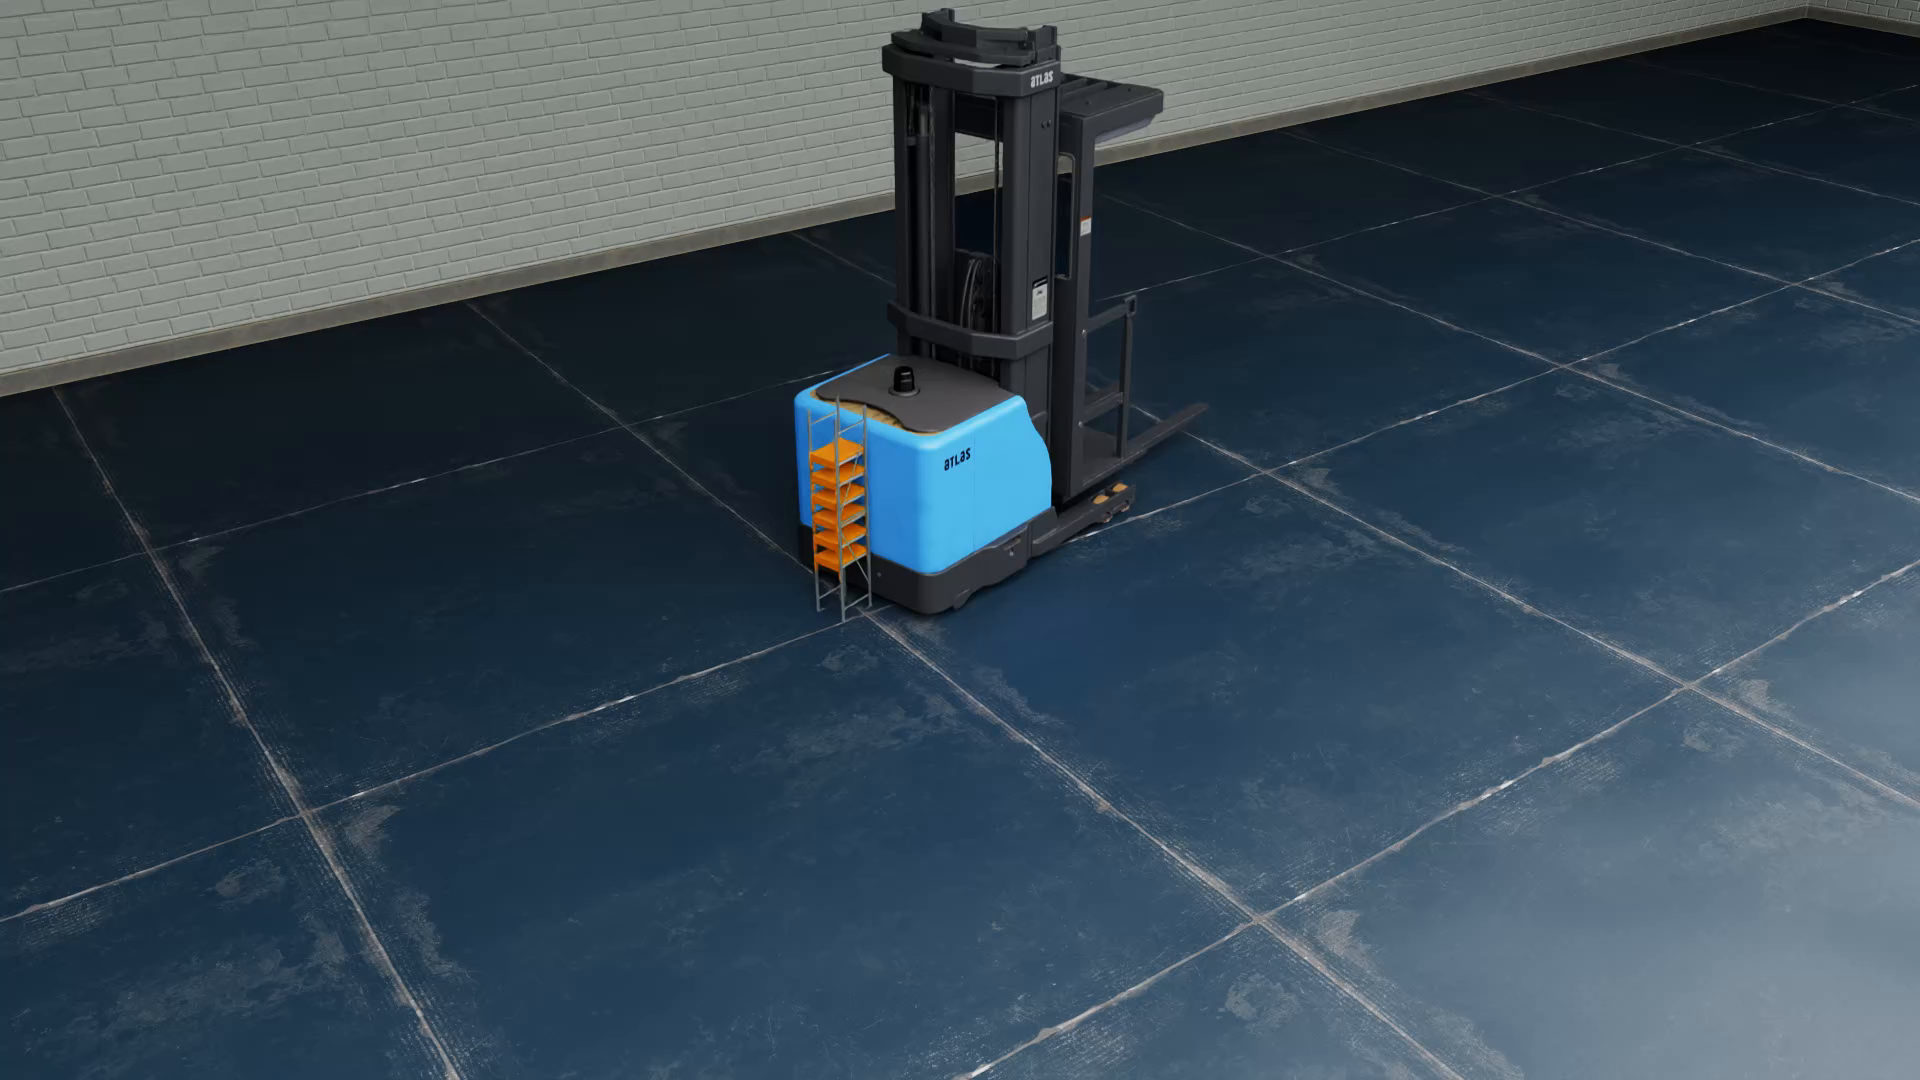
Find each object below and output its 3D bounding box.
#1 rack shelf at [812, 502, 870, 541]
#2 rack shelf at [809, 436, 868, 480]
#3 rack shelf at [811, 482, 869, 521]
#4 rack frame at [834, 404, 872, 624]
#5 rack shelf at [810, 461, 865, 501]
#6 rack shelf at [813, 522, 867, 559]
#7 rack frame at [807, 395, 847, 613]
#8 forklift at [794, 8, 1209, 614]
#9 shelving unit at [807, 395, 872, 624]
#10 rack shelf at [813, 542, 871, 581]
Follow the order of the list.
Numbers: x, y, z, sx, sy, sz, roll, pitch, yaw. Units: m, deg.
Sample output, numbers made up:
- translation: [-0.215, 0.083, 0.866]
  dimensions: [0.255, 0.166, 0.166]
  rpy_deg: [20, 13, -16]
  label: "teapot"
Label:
- translation: [-0.630, -0.110, 8.789]
  dimensions: [0.180, 0.103, 0.258]
  rpy_deg: [21, 35, 33]
  label: "rack shelf"
- translation: [-0.630, -0.427, 8.617]
  dimensions: [0.180, 0.103, 0.258]
  rpy_deg: [21, 35, 33]
  label: "rack shelf"
- translation: [-0.630, -0.216, 8.732]
  dimensions: [0.180, 0.103, 0.258]
  rpy_deg: [21, 35, 33]
  label: "rack shelf"
- translation: [-0.558, -0.122, 8.718]
  dimensions: [0.006, 1.200, 0.240]
  rpy_deg: [21, 35, 33]
  label: "rack frame"
- translation: [-0.630, -0.321, 8.674]
  dimensions: [0.180, 0.103, 0.258]
  rpy_deg: [21, 35, 33]
  label: "rack shelf"
- translation: [-0.630, -0.005, 8.846]
  dimensions: [0.180, 0.103, 0.258]
  rpy_deg: [21, 35, 33]
  label: "rack shelf"
- translation: [-0.702, -0.176, 8.818]
  dimensions: [0.006, 1.200, 0.240]
  rpy_deg: [21, 35, 33]
  label: "rack frame"
- translation: [0.413, -1.526, 9.488]
  dimensions: [1.130, 2.935, 3.031]
  rpy_deg: [22, 35, 34]
  label: "forklift"
- translation: [-0.630, -0.149, 8.768]
  dimensions: [0.189, 1.200, 0.258]
  rpy_deg: [21, 35, 33]
  label: "shelving unit"
- translation: [-0.630, 0.101, 8.904]
  dimensions: [0.180, 0.103, 0.258]
  rpy_deg: [21, 35, 33]
  label: "rack shelf"
